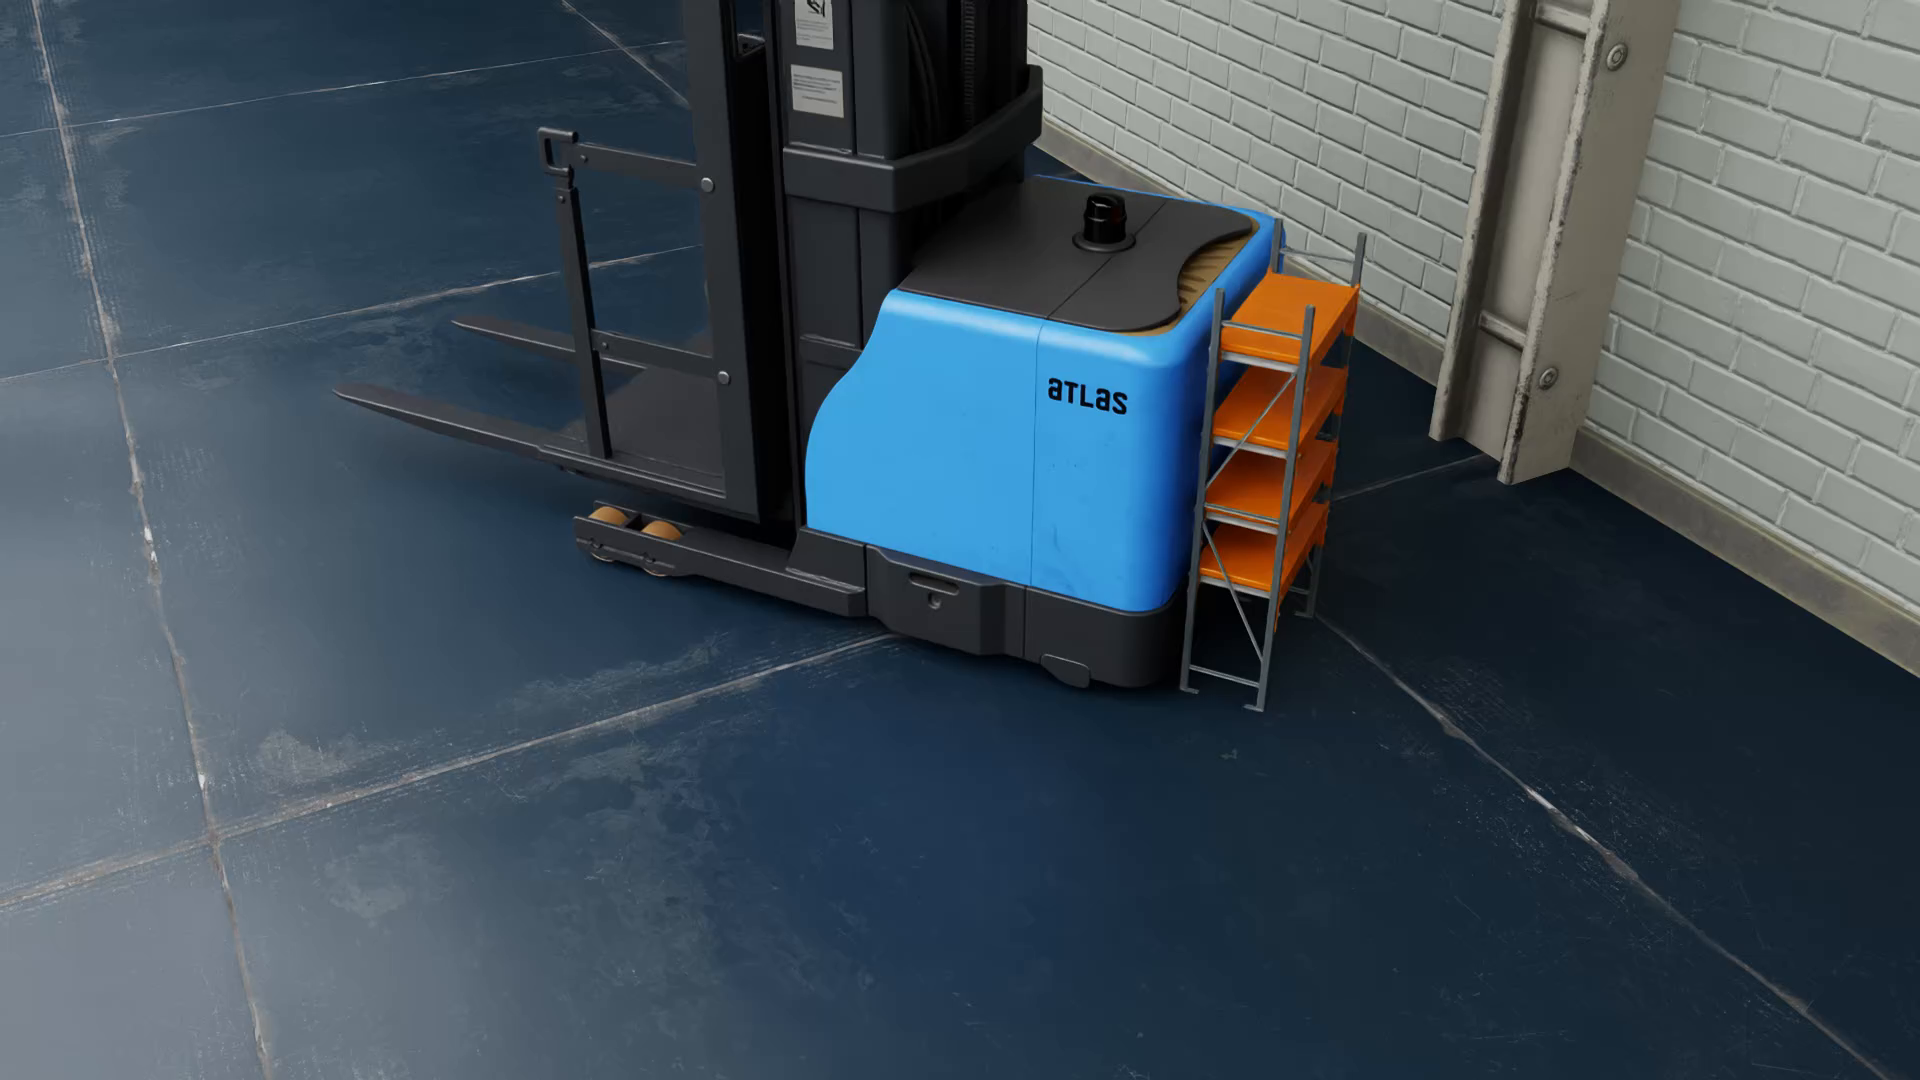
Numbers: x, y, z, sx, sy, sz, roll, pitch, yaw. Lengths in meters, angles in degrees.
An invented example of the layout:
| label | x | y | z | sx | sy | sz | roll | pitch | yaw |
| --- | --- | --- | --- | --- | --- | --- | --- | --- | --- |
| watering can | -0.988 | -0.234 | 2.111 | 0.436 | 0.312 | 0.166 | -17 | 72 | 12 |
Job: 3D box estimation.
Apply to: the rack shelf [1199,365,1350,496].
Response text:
| label | x | y | z | sx | sy | sz | roll | pitch | yaw |
| --- | --- | --- | --- | --- | --- | --- | --- | --- | --- |
| rack shelf | 0.824 | -0.316 | 4.342 | 0.258 | 0.148 | 0.480 | 15 | 35 | 21 |

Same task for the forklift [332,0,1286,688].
| label | x | y | z | sx | sy | sz | roll | pitch | yaw |
| --- | --- | --- | --- | --- | --- | --- | --- | --- | --- |
| forklift | -0.621 | -1.363 | 4.660 | 3.031 | 2.935 | 1.130 | 14 | 35 | 21 |

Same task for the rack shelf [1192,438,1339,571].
| label | x | y | z | sx | sy | sz | roll | pitch | yaw |
| --- | --- | --- | --- | --- | --- | --- | --- | --- | --- |
| rack shelf | 0.824 | -0.128 | 4.462 | 0.258 | 0.148 | 0.480 | 15 | 35 | 21 |

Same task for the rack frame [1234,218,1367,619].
| label | x | y | z | sx | sy | sz | roll | pitch | yaw |
| --- | --- | --- | --- | --- | --- | --- | --- | --- | --- |
| rack frame | 0.929 | -0.304 | 4.611 | 0.240 | 1.200 | 0.015 | 15 | 35 | 21 |

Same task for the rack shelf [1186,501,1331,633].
| label | x | y | z | sx | sy | sz | roll | pitch | yaw |
| --- | --- | --- | --- | --- | --- | --- | --- | --- | --- |
| rack shelf | 0.824 | 0.039 | 4.569 | 0.258 | 0.148 | 0.480 | 15 | 35 | 21 |

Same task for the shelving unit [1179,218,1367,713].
| label | x | y | z | sx | sy | sz | roll | pitch | yaw |
| --- | --- | --- | --- | --- | --- | --- | --- | --- | --- |
| shelving unit | 0.824 | -0.185 | 4.426 | 0.258 | 1.200 | 0.503 | 15 | 35 | 21 |

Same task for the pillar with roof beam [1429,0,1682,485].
| label | x | y | z | sx | sy | sz | roll | pitch | yaw |
| --- | --- | --- | --- | --- | --- | --- | --- | --- | --- |
| pillar with roof beam | -1.942 | -3.020 | 1.622 | 9.100 | 9.000 | 0.400 | -16 | 36 | -23 |

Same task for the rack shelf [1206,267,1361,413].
| label | x | y | z | sx | sy | sz | roll | pitch | yaw |
| --- | --- | --- | --- | --- | --- | --- | --- | --- | --- |
| rack shelf | 0.824 | -0.516 | 4.214 | 0.258 | 0.148 | 0.480 | 15 | 35 | 21 |

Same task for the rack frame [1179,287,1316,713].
| label | x | y | z | sx | sy | sz | roll | pitch | yaw |
| --- | --- | --- | --- | --- | --- | --- | --- | --- | --- |
| rack frame | 0.718 | -0.066 | 4.241 | 0.240 | 1.200 | 0.015 | 15 | 35 | 21 |
